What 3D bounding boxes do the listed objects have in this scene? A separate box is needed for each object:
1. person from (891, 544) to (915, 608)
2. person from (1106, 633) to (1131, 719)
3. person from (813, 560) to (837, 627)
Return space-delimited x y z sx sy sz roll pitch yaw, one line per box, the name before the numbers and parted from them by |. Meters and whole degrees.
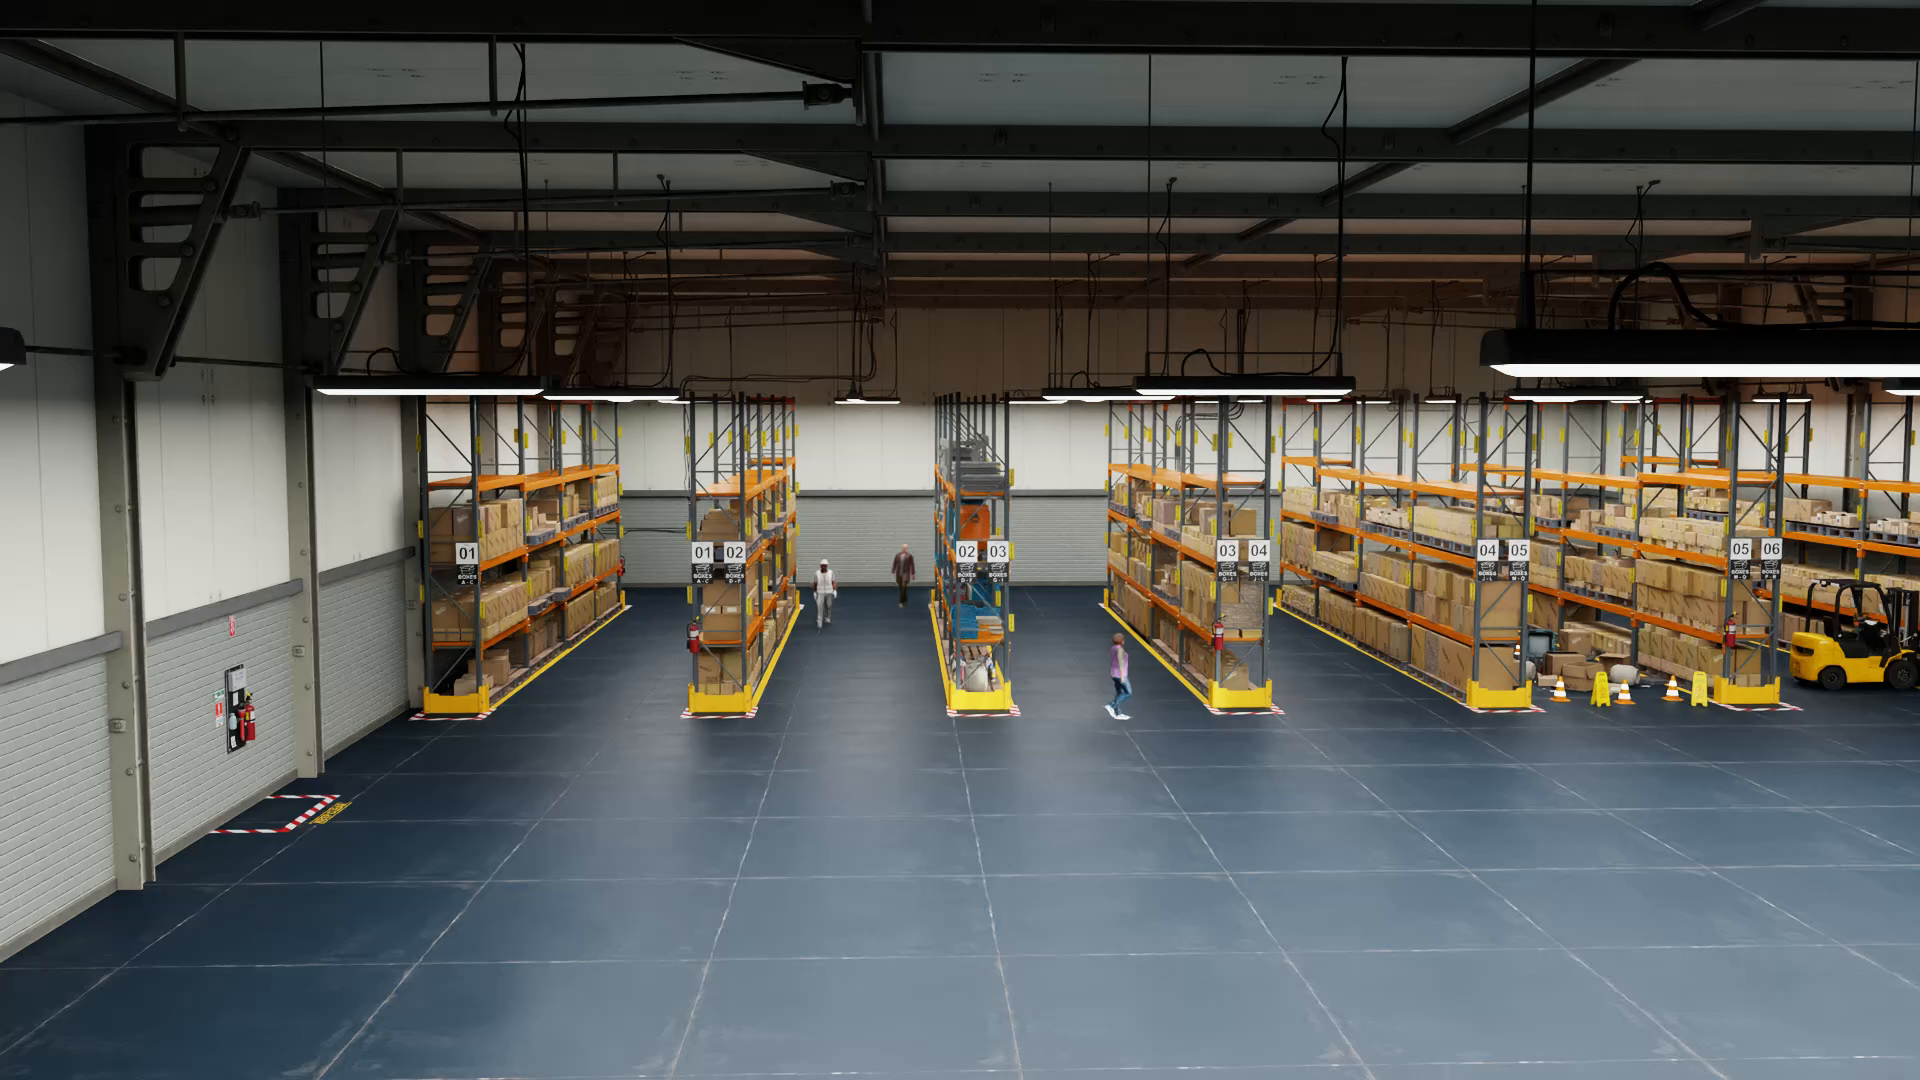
person | -1.658 1.031 47.782 0.646 1.814 0.803 2 5 23
person | 2.857 2.487 30.271 0.489 1.596 0.428 -1 5 -16
person | -3.518 1.369 43.257 0.608 1.711 1.087 -1 5 -7
